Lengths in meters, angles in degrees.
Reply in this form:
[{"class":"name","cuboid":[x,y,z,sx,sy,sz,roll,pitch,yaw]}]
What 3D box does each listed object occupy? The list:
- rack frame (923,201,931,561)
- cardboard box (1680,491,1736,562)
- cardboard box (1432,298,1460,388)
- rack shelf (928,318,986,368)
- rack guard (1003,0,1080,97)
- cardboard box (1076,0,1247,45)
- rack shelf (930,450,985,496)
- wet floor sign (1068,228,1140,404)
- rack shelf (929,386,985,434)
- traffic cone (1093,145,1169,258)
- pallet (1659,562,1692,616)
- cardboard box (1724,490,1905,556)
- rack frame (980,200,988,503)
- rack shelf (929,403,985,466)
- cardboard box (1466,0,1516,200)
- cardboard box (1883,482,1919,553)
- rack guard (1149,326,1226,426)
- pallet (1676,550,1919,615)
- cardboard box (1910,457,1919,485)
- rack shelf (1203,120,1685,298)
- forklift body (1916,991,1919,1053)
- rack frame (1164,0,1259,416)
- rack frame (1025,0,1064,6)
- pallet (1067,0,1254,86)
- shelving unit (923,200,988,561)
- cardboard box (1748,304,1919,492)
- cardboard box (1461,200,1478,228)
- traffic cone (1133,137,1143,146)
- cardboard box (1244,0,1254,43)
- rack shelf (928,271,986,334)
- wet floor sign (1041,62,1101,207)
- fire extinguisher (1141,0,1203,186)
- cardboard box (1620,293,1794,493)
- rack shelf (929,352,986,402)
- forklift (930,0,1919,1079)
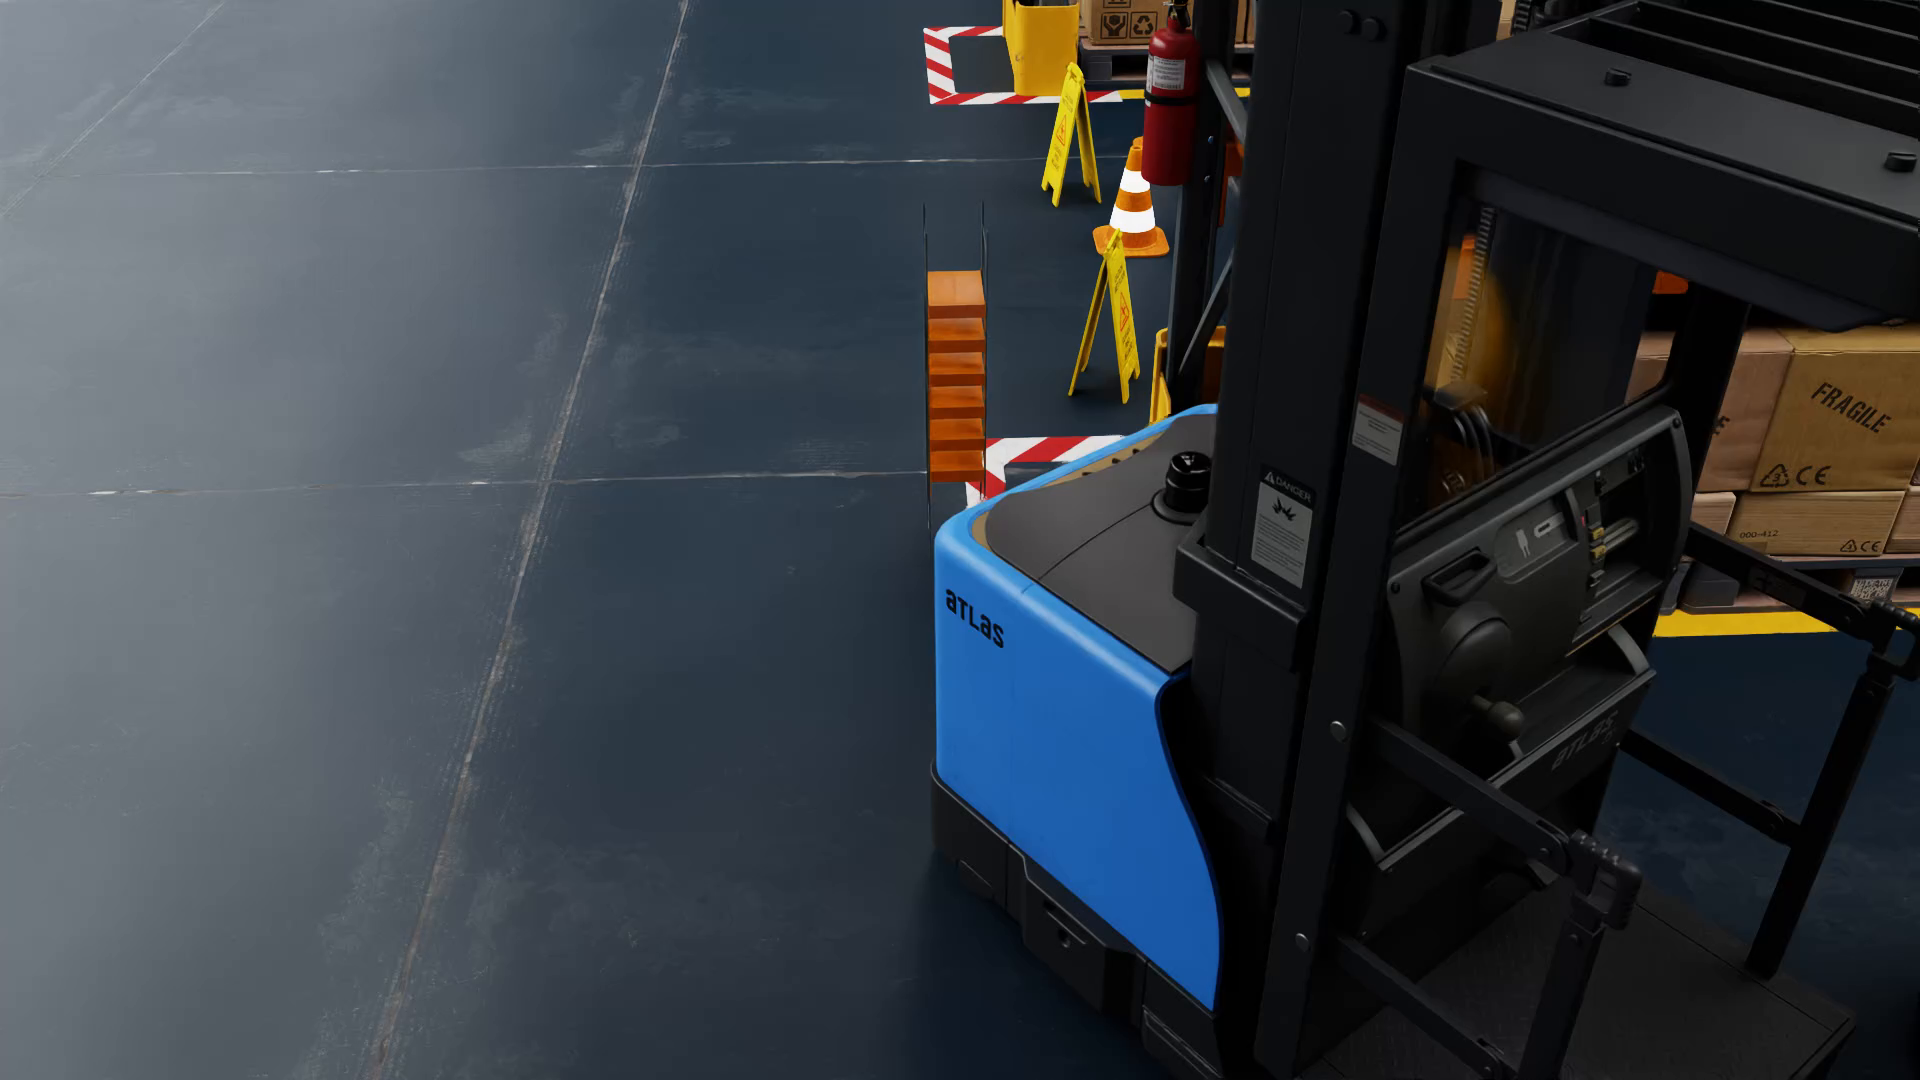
[{"class":"rack frame","cuboid":[-0.106,-0.491,5.404,0.006,1.200,0.240,-2,35,-2]},{"class":"cardboard box","cuboid":[2.148,-0.170,5.407,0.500,0.250,0.500,0,35,-1]},{"class":"cardboard box","cuboid":[1.662,-0.470,5.181,0.500,0.500,0.500,-3,35,-4]},{"class":"rack shelf","cuboid":[-0.015,-0.654,5.297,0.180,0.103,0.258,-2,35,-2]},{"class":"rack guard","cuboid":[0.460,-3.036,9.698,0.348,0.500,1.175,-2,35,-2]},{"class":"cardboard box","cuboid":[1.158,-3.420,9.553,0.875,0.875,0.875,-1,35,-2]},{"class":"rack shelf","cuboid":[-0.015,-0.259,5.570,0.180,0.103,0.258,-2,35,-2]},{"class":"wet floor sign","cuboid":[0.579,-0.889,6.467,0.232,0.644,0.267,10,36,14]},{"class":"rack shelf","cuboid":[-0.015,-0.456,5.433,0.180,0.103,0.258,-2,35,-2]},{"class":"traffic cone","cuboid":[0.796,-1.577,7.622,0.334,0.463,0.336,-2,35,-2]},{"class":"pallet","cuboid":[1.708,-0.111,5.725,1.213,0.211,1.003,-2,35,-2]},{"class":"cardboard box","cuboid":[2.693,-0.192,5.438,0.500,0.250,0.500,1,35,1]},{"class":"rack frame","cuboid":[0.077,-0.496,5.411,0.006,1.200,0.240,-2,35,-2]},{"class":"rack shelf","cuboid":[-0.015,-0.358,5.502,0.180,0.103,0.258,-2,35,-2]},{"class":"cardboard box","cuboid":[1.305,-1.272,4.603,0.500,0.500,0.500,-2,35,-3]},{"class":"cardboard box","cuboid":[3.197,-0.204,5.456,0.500,0.250,0.500,-1,35,-1]},{"class":"rack guard","cuboid":[0.895,-0.228,5.640,0.348,0.500,1.175,-2,35,-2]},{"class":"pallet","cuboid":[2.924,-0.142,5.770,1.213,0.211,1.003,-2,35,-2]},{"class":"cardboard box","cuboid":[3.219,-0.514,5.245,0.500,0.500,0.500,0,35,0]},{"class":"rack shelf","cuboid":[2.817,-1.012,5.208,4.000,0.370,1.077,-2,35,-2]},{"class":"forklift body","cuboid":[2.866,0.829,2.663,1.214,2.155,2.313,-2,35,-2]},{"class":"rack frame","cuboid":[0.819,-1.254,4.926,0.127,3.000,1.000,-2,35,-2]},{"class":"rack frame","cuboid":[0.484,-4.065,8.988,0.127,3.000,1.000,-2,35,-2]},{"class":"pallet","cuboid":[1.279,-2.984,9.876,1.213,0.211,1.003,-2,35,-2]},{"class":"shelving unit","cuboid":[-0.015,-0.493,5.408,0.189,1.200,0.258,-2,35,-2]},{"class":"cardboard box","cuboid":[2.685,-0.495,5.218,0.500,0.500,0.500,-1,35,-1]},{"class":"cardboard box","cuboid":[1.420,-1.057,4.862,0.250,0.149,0.380,-1,35,-2]},{"class":"traffic cone","cuboid":[1.082,-2.229,8.564,0.334,0.463,0.336,-2,35,-2]},{"class":"cardboard box","cuboid":[2.037,-3.444,9.589,0.875,0.875,0.875,-2,35,-3]},{"class":"rack shelf","cuboid":[-0.015,-0.752,5.228,0.180,0.103,0.258,-2,35,-2]},{"class":"wet floor sign","cuboid":[0.549,-1.970,8.030,0.232,0.644,0.267,-7,35,-10]},{"class":"fire extinguisher","cuboid":[0.683,-1.481,5.322,0.183,0.674,0.296,-2,35,-2]},{"class":"cardboard box","cuboid":[2.184,-0.486,5.205,0.500,0.500,0.500,-3,35,-4]},{"class":"rack shelf","cuboid":[-0.015,-0.555,5.365,0.180,0.103,0.258,-2,35,-2]},{"class":"forklift","cuboid":[1.243,0.115,3.009,1.130,2.935,3.031,-25,42,-31]}]
